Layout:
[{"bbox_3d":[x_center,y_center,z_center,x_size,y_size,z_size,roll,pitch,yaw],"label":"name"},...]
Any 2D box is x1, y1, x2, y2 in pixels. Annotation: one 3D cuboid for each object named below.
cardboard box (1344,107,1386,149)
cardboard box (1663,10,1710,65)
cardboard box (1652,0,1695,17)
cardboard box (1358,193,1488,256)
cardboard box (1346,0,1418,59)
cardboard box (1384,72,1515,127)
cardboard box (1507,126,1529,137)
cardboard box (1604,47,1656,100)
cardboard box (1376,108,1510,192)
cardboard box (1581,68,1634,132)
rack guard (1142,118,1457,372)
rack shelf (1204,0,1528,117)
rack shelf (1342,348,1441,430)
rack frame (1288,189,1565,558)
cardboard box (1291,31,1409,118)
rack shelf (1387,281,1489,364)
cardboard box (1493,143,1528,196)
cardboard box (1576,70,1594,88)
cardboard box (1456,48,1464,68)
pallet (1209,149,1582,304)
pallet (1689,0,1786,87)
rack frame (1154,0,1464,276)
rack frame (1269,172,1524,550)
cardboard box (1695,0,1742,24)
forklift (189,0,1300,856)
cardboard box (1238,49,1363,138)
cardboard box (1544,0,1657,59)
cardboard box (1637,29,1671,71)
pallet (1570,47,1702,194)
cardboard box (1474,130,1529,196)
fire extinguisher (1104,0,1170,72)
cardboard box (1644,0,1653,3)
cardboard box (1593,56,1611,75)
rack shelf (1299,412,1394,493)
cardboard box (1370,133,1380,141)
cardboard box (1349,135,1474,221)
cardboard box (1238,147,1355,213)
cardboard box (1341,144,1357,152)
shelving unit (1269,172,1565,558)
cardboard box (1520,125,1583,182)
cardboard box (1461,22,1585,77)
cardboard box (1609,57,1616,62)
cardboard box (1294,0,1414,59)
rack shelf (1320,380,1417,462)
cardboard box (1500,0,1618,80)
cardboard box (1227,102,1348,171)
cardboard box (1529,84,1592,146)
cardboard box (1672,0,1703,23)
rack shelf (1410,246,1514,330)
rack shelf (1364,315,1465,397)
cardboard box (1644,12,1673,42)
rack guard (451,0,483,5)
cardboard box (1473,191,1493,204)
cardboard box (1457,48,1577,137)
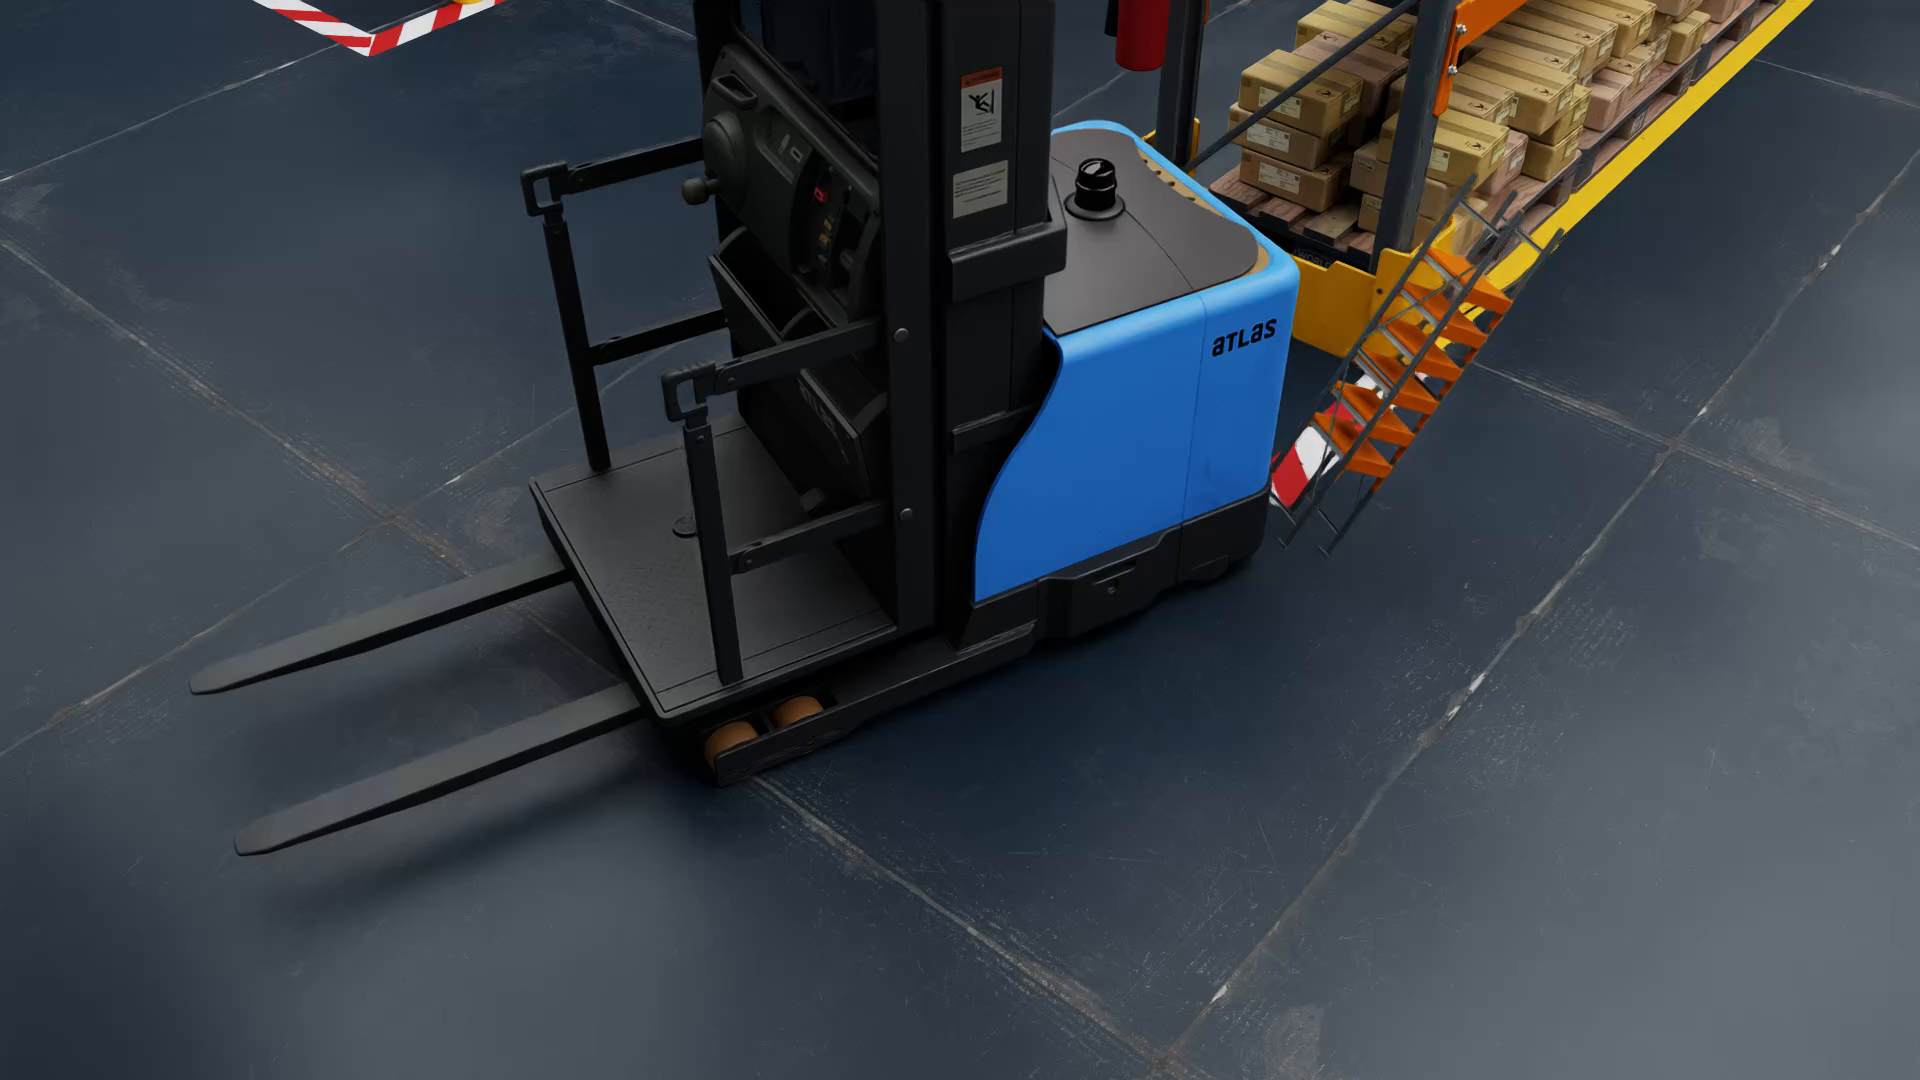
[{"bbox_3d":[1.456,-1.688,6.463,0.380,0.149,0.250,28,49,28],"label":"cardboard box"},{"bbox_3d":[3.042,-2.249,7.301,0.380,0.149,0.250,29,50,28],"label":"cardboard box"},{"bbox_3d":[2.887,-2.352,6.972,0.380,0.149,0.250,28,49,27],"label":"cardboard box"},{"bbox_3d":[1.708,-1.203,6.150,0.380,0.149,0.250,31,50,29],"label":"cardboard box"},{"bbox_3d":[1.763,-2.073,6.665,0.380,0.149,0.250,27,49,27],"label":"cardboard box"},{"bbox_3d":[1.808,-1.608,6.154,0.380,0.149,0.250,30,50,29],"label":"cardboard box"},{"bbox_3d":[1.969,-1.621,6.389,0.380,0.149,0.250,30,50,29],"label":"cardboard box"},{"bbox_3d":[2.693,-2.005,7.032,0.380,0.149,0.250,30,50,28],"label":"cardboard box"},{"bbox_3d":[1.723,-1.414,5.941,0.380,0.149,0.250,27,49,27],"label":"cardboard box"},{"bbox_3d":[2.535,-1.851,6.863,0.380,0.149,0.250,27,49,27],"label":"cardboard box"},{"bbox_3d":[1.175,-1.085,6.072,1.175,0.500,0.348,29,50,28],"label":"rack guard"},{"bbox_3d":[2.413,-2.735,6.563,1.077,0.370,4.000,29,50,28],"label":"rack shelf"},{"bbox_3d":[1.277,-0.457,4.960,0.180,0.103,0.258,10,34,-34],"label":"rack shelf"},{"bbox_3d":[1.371,-0.478,4.991,0.006,1.200,0.240,10,34,-34],"label":"rack frame"},{"bbox_3d":[1.478,-1.779,6.341,0.380,0.149,0.250,30,50,29],"label":"cardboard box"},{"bbox_3d":[1.385,-0.641,4.849,0.180,0.103,0.258,10,34,-34],"label":"rack shelf"},{"bbox_3d":[1.968,-1.504,6.481,0.380,0.149,0.250,30,50,29],"label":"cardboard box"},{"bbox_3d":[2.315,-1.884,6.678,0.380,0.149,0.250,27,49,27],"label":"cardboard box"},{"bbox_3d":[1.832,-1.939,6.739,0.380,0.149,0.250,29,50,28],"label":"cardboard box"},{"bbox_3d":[1.725,-1.381,6.612,1.003,0.211,1.213,29,50,28],"label":"pallet"},{"bbox_3d":[3.295,-2.638,7.994,1.003,0.211,1.213,29,50,28],"label":"pallet"},{"bbox_3d":[1.126,-1.971,5.188,1.000,3.000,0.127,29,50,28],"label":"rack frame"},{"bbox_3d":[1.222,-0.504,4.888,0.006,1.200,0.240,10,34,-34],"label":"rack frame"},{"bbox_3d":[3.356,-2.520,7.599,0.380,0.149,0.250,28,49,27],"label":"cardboard box"},{"bbox_3d":[-0.603,-0.835,3.990,3.031,2.935,1.130,-20,46,-21],"label":"forklift"},{"bbox_3d":[1.272,-1.674,6.226,0.380,0.149,0.250,30,50,29],"label":"cardboard box"},{"bbox_3d":[2.555,-2.101,6.695,0.380,0.149,0.250,30,50,29],"label":"cardboard box"},{"bbox_3d":[2.823,-2.144,7.185,0.380,0.149,0.250,30,50,29],"label":"cardboard box"},{"bbox_3d":[2.510,-2.007,7.300,1.003,0.211,1.213,29,50,28],"label":"pallet"},{"bbox_3d":[1.879,-1.457,6.208,0.380,0.149,0.250,29,50,28],"label":"cardboard box"},{"bbox_3d":[0.610,-1.875,5.417,0.296,0.674,0.183,29,50,28],"label":"fire extinguisher"},{"bbox_3d":[2.643,-2.271,6.883,0.380,0.149,0.250,30,50,29],"label":"cardboard box"},{"bbox_3d":[2.458,-2.042,6.852,0.380,0.149,0.250,32,51,30],"label":"cardboard box"},{"bbox_3d":[1.169,-0.274,5.071,0.180,0.103,0.258,10,34,-34],"label":"rack shelf"},{"bbox_3d":[1.629,-1.708,6.706,0.380,0.149,0.250,29,50,28],"label":"cardboard box"},{"bbox_3d":[1.659,-1.340,6.080,0.380,0.149,0.250,32,51,30],"label":"cardboard box"},{"bbox_3d":[1.305,-1.433,6.403,0.380,0.149,0.250,30,50,29],"label":"cardboard box"},{"bbox_3d":[1.393,-1.609,6.597,0.380,0.149,0.250,31,51,30],"label":"cardboard box"},{"bbox_3d":[1.297,-0.491,4.939,0.189,1.200,0.258,10,34,-34],"label":"shelving unit"},{"bbox_3d":[2.217,-1.588,6.574,0.380,0.149,0.250,30,50,29],"label":"cardboard box"},{"bbox_3d":[2.165,-1.846,6.416,0.380,0.149,0.250,27,49,27],"label":"cardboard box"},{"bbox_3d":[2.639,-2.176,7.000,0.380,0.149,0.250,32,51,30],"label":"cardboard box"},{"bbox_3d":[1.548,-1.967,6.548,0.380,0.149,0.250,28,49,28],"label":"cardboard box"},{"bbox_3d":[1.223,-0.365,5.015,0.180,0.103,0.258,10,34,-34],"label":"rack shelf"},{"bbox_3d":[2.350,-1.985,6.568,0.380,0.149,0.250,32,51,30],"label":"cardboard box"},{"bbox_3d":[1.247,-1.577,6.341,0.380,0.149,0.250,28,49,27],"label":"cardboard box"},{"bbox_3d":[2.217,-1.706,6.483,0.380,0.149,0.250,31,51,30],"label":"cardboard box"},{"bbox_3d":[3.031,-2.425,7.273,0.380,0.149,0.250,31,51,29],"label":"cardboard box"},{"bbox_3d":[1.439,-0.733,4.794,0.180,0.103,0.258,10,34,-34],"label":"rack shelf"},{"bbox_3d":[1.331,-0.549,4.905,0.180,0.103,0.258,10,34,-34],"label":"rack shelf"},{"bbox_3d":[2.844,-2.296,7.131,0.380,0.149,0.250,27,49,27],"label":"cardboard box"},{"bbox_3d":[-2.744,-3.125,8.315,1.175,0.500,0.348,29,50,28],"label":"rack guard"},{"bbox_3d":[1.814,-1.373,6.337,0.380,0.149,0.250,29,50,28],"label":"cardboard box"},{"bbox_3d":[2.068,-1.683,6.236,0.380,0.149,0.250,29,50,28],"label":"cardboard box"}]
